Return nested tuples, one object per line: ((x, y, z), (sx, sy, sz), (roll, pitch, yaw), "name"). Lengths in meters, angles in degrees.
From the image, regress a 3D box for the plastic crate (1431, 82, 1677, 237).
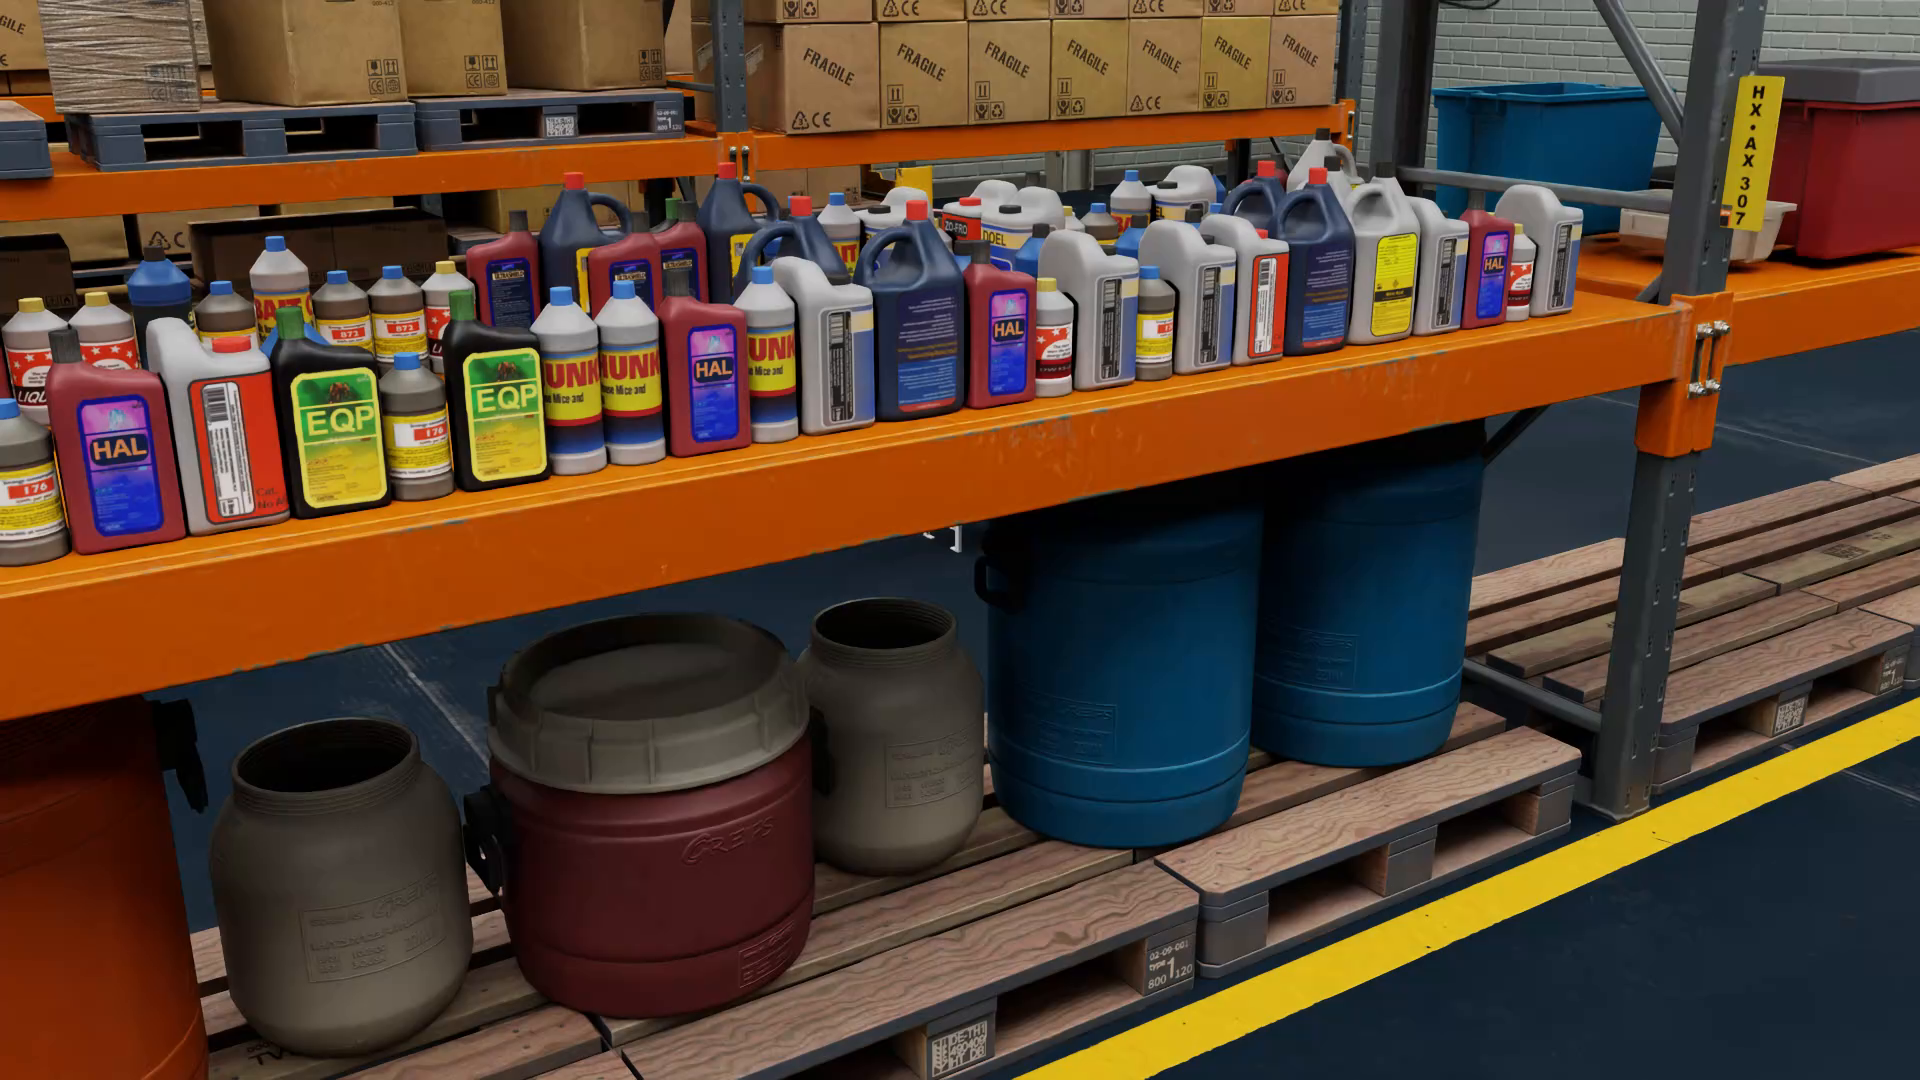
((1.619, -1.050, 4.597), (0.575, 0.384, 0.392), (-12, 22, -31), "plastic crate")

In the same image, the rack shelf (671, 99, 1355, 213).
((0.366, -2.192, 9.170), (4.000, 0.370, 1.077), (-12, 22, -31), "rack shelf")

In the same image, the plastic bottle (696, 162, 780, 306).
((-0.444, -0.587, 3.375), (0.185, 0.351, 0.144), (-12, 22, -31), "plastic bottle")

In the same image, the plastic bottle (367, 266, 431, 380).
((-1.034, -0.401, 3.058), (0.097, 0.201, 0.097), (0, 19, 0), "plastic bottle")

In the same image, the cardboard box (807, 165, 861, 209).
((-1.221, -3.075, 13.903), (0.500, 0.500, 0.700), (-12, 22, -31), "cardboard box")

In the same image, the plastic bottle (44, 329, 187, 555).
((-1.085, -0.131, 2.131), (0.133, 0.283, 0.061), (-12, 22, -31), "plastic bottle")

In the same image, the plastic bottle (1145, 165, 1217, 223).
((0.515, -0.753, 3.981), (0.135, 0.276, 0.152), (-12, 22, -31), "plastic bottle")

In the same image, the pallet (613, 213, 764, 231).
((-2.334, -2.514, 13.350), (1.213, 0.211, 1.003), (-12, 22, -31), "pallet")

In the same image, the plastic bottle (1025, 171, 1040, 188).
((0.134, -0.693, 3.794), (0.133, 0.283, 0.061), (-12, 22, -31), "plastic bottle")

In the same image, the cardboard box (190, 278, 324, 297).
((-3.126, -0.913, 7.479), (0.500, 0.500, 0.500), (-13, 23, -33), "cardboard box")

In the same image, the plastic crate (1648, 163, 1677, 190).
((2.204, -1.023, 4.922), (0.590, 0.125, 0.437), (-12, 22, -31), "plastic crate")

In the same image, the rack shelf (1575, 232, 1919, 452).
((3.087, -0.867, 5.249), (4.000, 0.370, 1.077), (-12, 22, -31), "rack shelf")

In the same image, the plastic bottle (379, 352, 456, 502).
((-0.775, -0.165, 2.358), (0.097, 0.201, 0.097), (0, 19, 0), "plastic bottle")

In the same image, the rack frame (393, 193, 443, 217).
((-4.032, -3.505, 11.930), (0.127, 3.000, 1.000), (-12, 22, -31), "rack frame")

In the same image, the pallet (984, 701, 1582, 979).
((0.750, 0.590, 4.169), (1.213, 0.211, 1.003), (-12, 22, -31), "pallet")

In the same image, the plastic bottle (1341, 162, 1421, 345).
((0.829, -0.583, 3.362), (0.185, 0.351, 0.144), (-12, 22, -31), "plastic bottle")

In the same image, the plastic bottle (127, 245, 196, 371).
((-1.359, -0.366, 2.844), (0.097, 0.271, 0.097), (0, 19, 0), "plastic bottle")

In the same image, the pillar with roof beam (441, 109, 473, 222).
((-1.555, -5.550, 8.612), (0.400, 9.000, 9.100), (-12, 22, -31), "pillar with roof beam")

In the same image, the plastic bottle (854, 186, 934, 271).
((-0.146, -0.613, 3.568), (0.135, 0.276, 0.152), (-12, 22, -31), "plastic bottle")

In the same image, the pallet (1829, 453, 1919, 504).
((4.048, -0.104, 6.223), (1.213, 0.211, 1.003), (-12, 22, -31), "pallet")

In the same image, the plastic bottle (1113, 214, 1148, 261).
((0.343, -0.492, 3.217), (0.097, 0.271, 0.097), (0, 19, 0), "plastic bottle")

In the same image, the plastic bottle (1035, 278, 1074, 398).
((0.151, -0.360, 2.936), (0.097, 0.201, 0.097), (0, 19, 0), "plastic bottle")

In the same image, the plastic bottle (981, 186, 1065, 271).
((0.131, -0.613, 3.569), (0.135, 0.276, 0.152), (-12, 22, -31), "plastic bottle")

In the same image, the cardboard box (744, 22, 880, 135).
((-0.729, -2.245, 8.046), (0.500, 0.500, 0.500), (-11, 22, -30), "cardboard box")

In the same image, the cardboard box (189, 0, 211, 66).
((-5.124, -3.376, 10.894), (0.500, 0.500, 0.500), (-12, 22, -31), "cardboard box")

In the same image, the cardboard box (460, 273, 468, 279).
((-1.976, -0.957, 7.607), (0.500, 0.500, 0.500), (-12, 22, -31), "cardboard box")

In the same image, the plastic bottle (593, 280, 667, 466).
((-0.501, -0.256, 2.518), (0.097, 0.271, 0.097), (0, 19, 0), "plastic bottle")

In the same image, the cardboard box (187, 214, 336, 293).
((-3.096, -1.276, 7.380), (0.500, 0.250, 0.500), (-12, 22, -32), "cardboard box")

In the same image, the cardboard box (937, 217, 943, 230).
((0.262, -1.539, 9.325), (0.637, 0.503, 0.797), (-12, 22, -31), "cardboard box")

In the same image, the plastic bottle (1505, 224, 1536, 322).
((1.184, -0.578, 3.580), (0.097, 0.201, 0.097), (0, 19, 0), "plastic bottle")

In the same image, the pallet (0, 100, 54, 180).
((-4.117, -1.524, 6.368), (1.003, 0.211, 1.213), (-12, 22, -31), "pallet")

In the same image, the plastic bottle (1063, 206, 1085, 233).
((0.241, -0.670, 3.853), (0.097, 0.201, 0.097), (0, 19, 0), "plastic bottle")

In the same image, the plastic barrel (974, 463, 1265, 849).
((0.362, 0.156, 3.721), (0.708, 0.901, 0.600), (-12, 22, -31), "plastic barrel")

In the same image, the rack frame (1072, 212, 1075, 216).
((0.342, -0.641, 6.266), (0.015, 1.200, 0.240), (-12, 22, -31), "rack frame")

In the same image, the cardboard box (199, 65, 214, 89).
((-5.026, -3.089, 11.058), (0.250, 0.149, 0.380), (-12, 22, -31), "cardboard box")

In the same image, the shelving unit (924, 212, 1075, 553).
((0.138, -0.598, 6.139), (0.503, 1.200, 0.258), (-12, 22, -31), "shelving unit")

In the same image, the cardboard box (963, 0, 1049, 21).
((0.104, -2.891, 8.396), (0.500, 0.500, 0.500), (-13, 22, -33), "cardboard box")

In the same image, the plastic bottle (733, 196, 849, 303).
((-0.287, -0.406, 2.838), (0.185, 0.351, 0.144), (-12, 22, -31), "plastic bottle")

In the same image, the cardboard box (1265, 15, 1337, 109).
((1.812, -2.781, 9.632), (0.500, 0.500, 0.500), (-11, 22, -30), "cardboard box")

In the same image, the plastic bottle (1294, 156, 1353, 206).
((0.750, -0.621, 3.476), (0.185, 0.351, 0.144), (-12, 22, -31), "plastic bottle")

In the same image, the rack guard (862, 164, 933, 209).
((-0.671, -3.030, 14.427), (0.348, 0.500, 1.175), (-12, 22, -31), "rack guard")

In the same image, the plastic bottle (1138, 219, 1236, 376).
((0.427, -0.464, 3.127), (0.135, 0.276, 0.152), (-12, 22, -31), "plastic bottle")

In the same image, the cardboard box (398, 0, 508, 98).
((-2.362, -2.266, 7.451), (0.500, 0.500, 0.700), (-8, 20, -23), "cardboard box")

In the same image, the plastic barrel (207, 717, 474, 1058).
((-1.102, 0.615, 2.972), (0.421, 0.512, 0.421), (0, 19, 0), "plastic barrel")

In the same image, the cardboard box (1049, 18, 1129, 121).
((0.540, -2.514, 8.841), (0.500, 0.500, 0.500), (-12, 22, -32), "cardboard box")

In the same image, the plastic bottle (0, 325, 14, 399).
((-1.628, -0.322, 2.695), (0.133, 0.283, 0.061), (-12, 22, -31), "plastic bottle")

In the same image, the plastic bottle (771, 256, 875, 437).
((-0.226, -0.326, 2.720), (0.135, 0.276, 0.152), (-12, 22, -31), "plastic bottle")

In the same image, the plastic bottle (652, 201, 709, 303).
((-0.567, -0.522, 3.288), (0.133, 0.283, 0.061), (-12, 22, -31), "plastic bottle")

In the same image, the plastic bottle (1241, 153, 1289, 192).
((0.765, -0.826, 4.187), (0.133, 0.283, 0.061), (-12, 22, -31), "plastic bottle")

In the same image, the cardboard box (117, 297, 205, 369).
((-3.252, -0.685, 6.804), (0.500, 0.500, 0.500), (-12, 22, -32), "cardboard box")

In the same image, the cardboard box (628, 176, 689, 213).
((-2.500, -2.802, 13.096), (0.500, 0.500, 0.700), (-11, 22, -30), "cardboard box")

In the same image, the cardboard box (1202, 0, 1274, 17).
((1.395, -3.165, 9.207), (0.500, 0.500, 0.500), (-11, 22, -30), "cardboard box")

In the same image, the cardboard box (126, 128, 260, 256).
((-5.244, -2.379, 11.300), (0.750, 0.750, 0.750), (-11, 22, -30), "cardboard box")
